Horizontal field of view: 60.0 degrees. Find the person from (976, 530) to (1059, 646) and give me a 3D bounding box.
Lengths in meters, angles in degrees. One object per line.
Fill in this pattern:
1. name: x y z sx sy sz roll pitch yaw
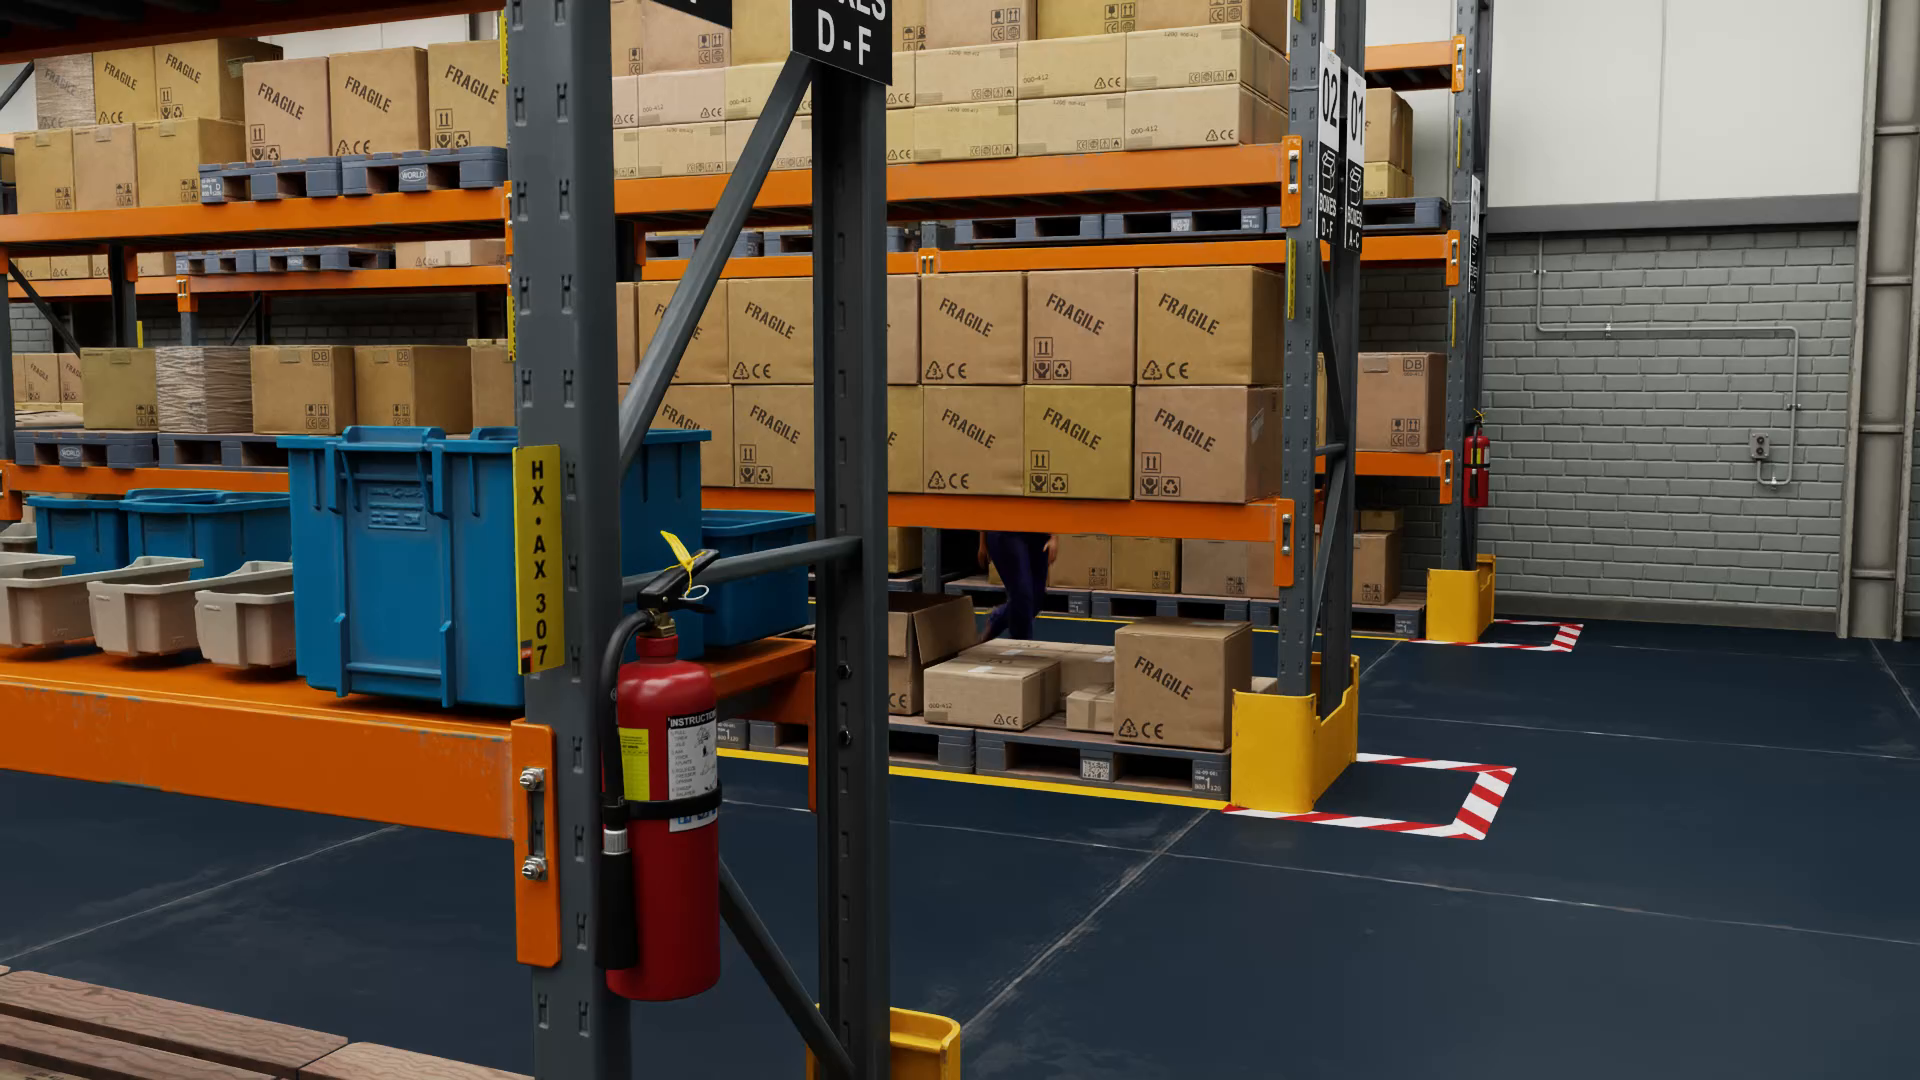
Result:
1. person: 0.359 0.000 10.408 0.474 1.596 0.770 -2 6 -23
